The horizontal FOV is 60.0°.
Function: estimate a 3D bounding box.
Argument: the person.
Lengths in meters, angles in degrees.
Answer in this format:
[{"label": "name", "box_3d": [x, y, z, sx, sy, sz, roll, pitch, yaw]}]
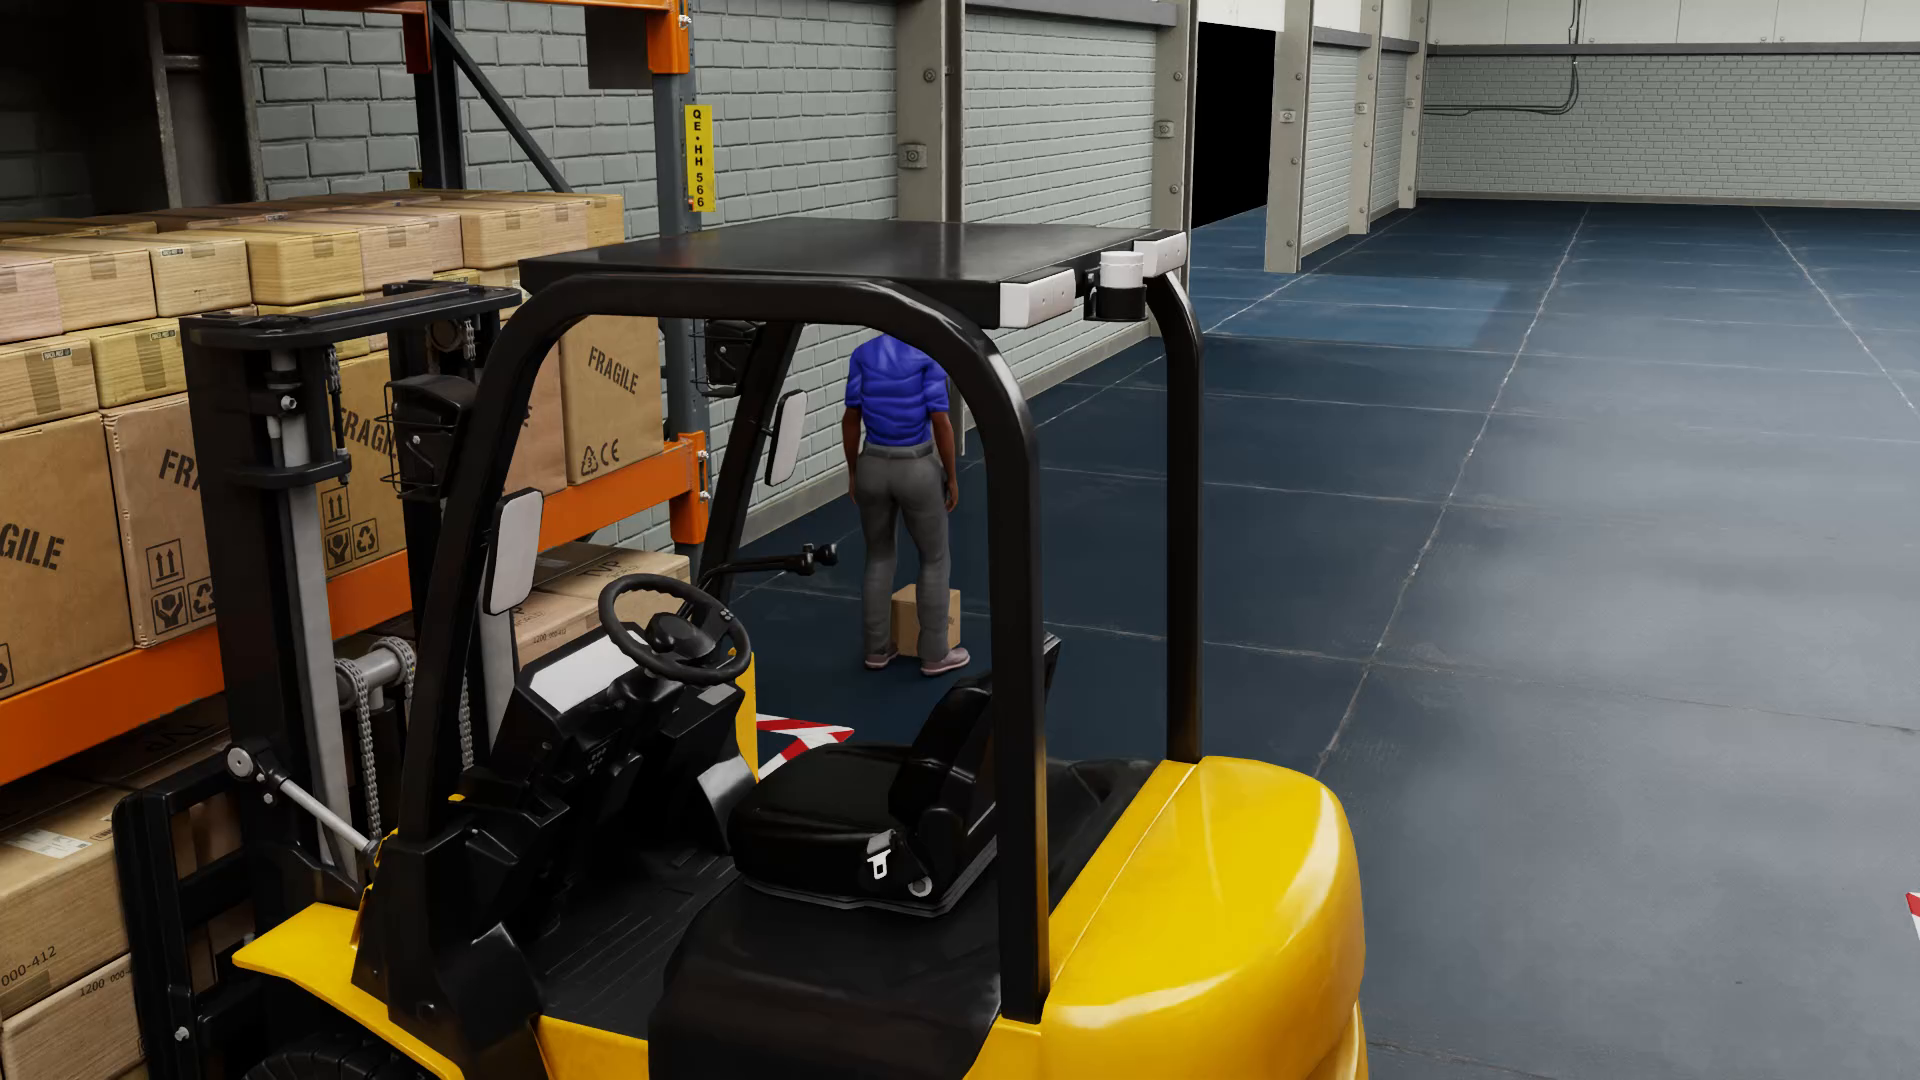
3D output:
[{"label": "person", "box_3d": [-0.235, -0.256, 6.956, 0.512, 1.653, 0.348, 5, 16, 19]}]
